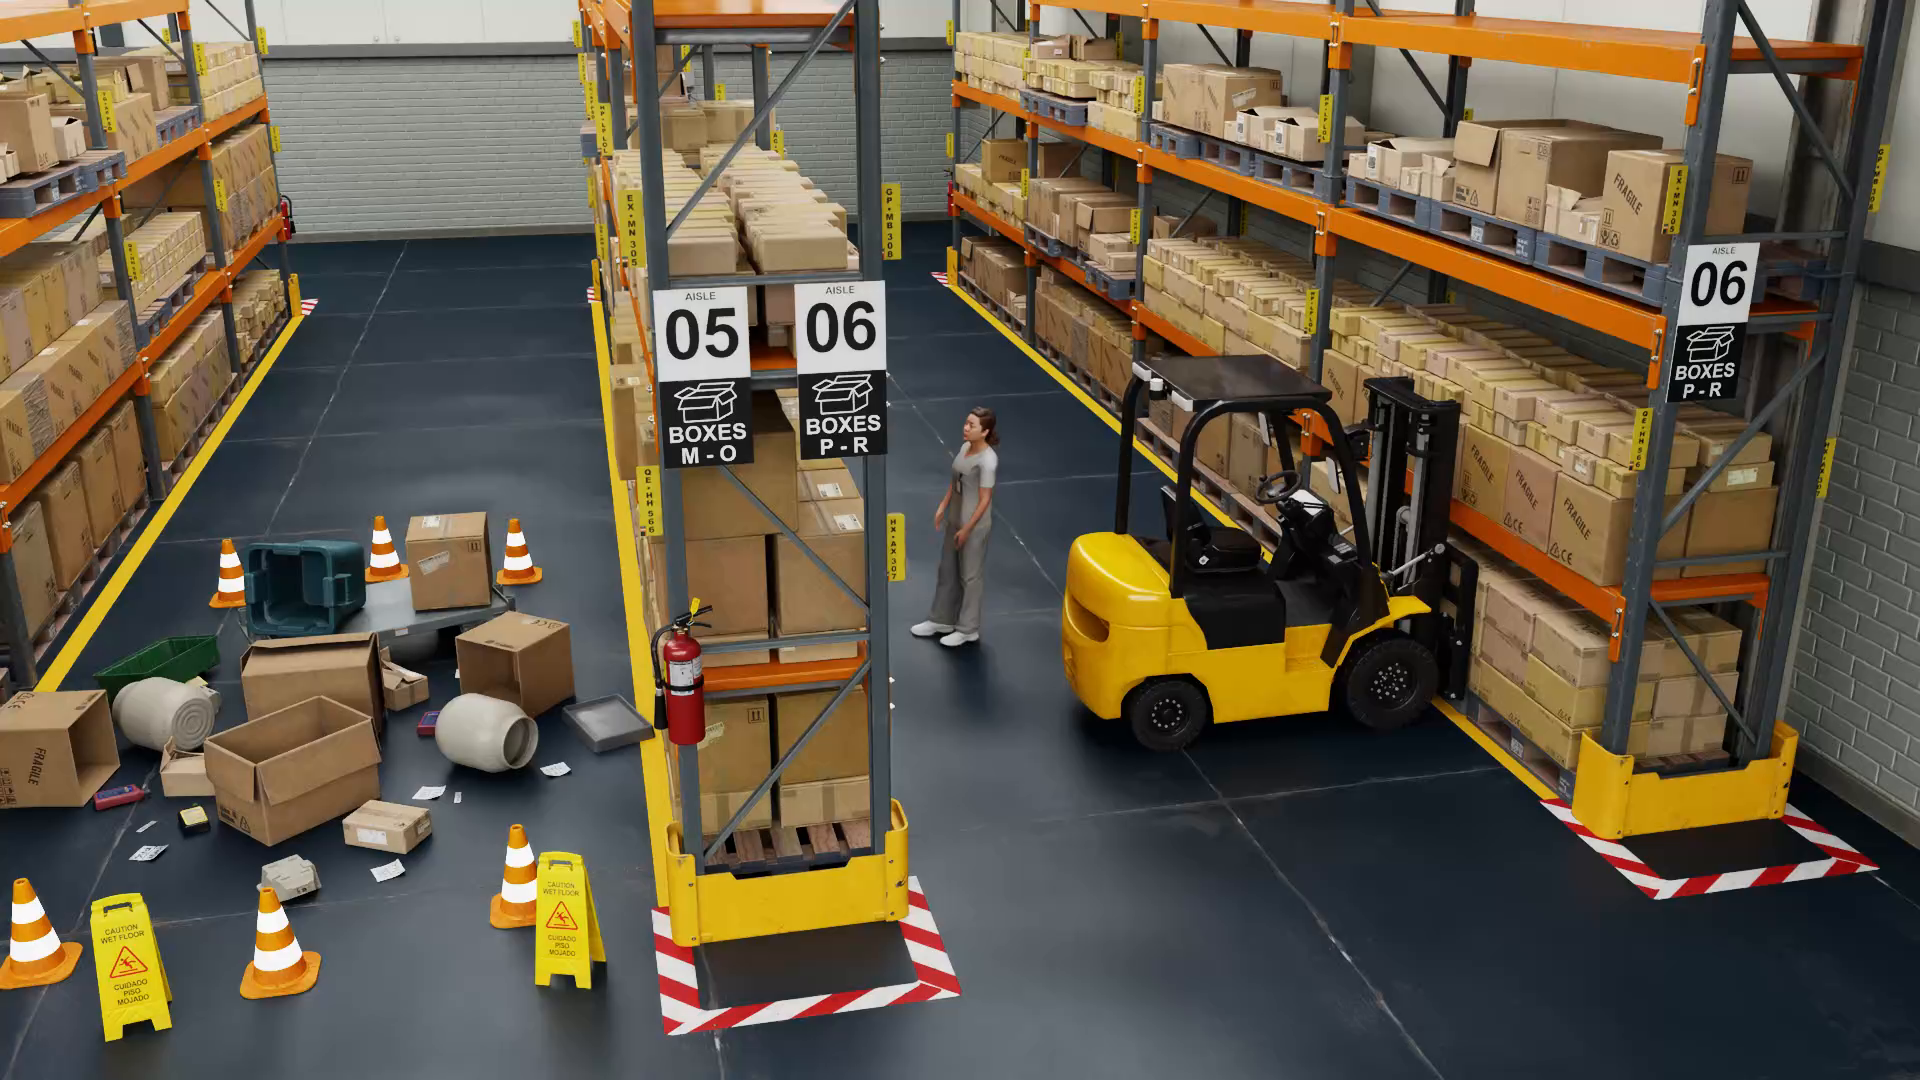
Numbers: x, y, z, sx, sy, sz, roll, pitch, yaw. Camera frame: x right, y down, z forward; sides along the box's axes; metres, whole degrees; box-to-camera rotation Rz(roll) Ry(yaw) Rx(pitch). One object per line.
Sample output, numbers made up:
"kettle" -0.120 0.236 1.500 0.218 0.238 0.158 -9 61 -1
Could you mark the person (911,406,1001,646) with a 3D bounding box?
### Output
"person" -0.007 -0.086 11.308 0.539 1.661 0.522 -9 22 -23
